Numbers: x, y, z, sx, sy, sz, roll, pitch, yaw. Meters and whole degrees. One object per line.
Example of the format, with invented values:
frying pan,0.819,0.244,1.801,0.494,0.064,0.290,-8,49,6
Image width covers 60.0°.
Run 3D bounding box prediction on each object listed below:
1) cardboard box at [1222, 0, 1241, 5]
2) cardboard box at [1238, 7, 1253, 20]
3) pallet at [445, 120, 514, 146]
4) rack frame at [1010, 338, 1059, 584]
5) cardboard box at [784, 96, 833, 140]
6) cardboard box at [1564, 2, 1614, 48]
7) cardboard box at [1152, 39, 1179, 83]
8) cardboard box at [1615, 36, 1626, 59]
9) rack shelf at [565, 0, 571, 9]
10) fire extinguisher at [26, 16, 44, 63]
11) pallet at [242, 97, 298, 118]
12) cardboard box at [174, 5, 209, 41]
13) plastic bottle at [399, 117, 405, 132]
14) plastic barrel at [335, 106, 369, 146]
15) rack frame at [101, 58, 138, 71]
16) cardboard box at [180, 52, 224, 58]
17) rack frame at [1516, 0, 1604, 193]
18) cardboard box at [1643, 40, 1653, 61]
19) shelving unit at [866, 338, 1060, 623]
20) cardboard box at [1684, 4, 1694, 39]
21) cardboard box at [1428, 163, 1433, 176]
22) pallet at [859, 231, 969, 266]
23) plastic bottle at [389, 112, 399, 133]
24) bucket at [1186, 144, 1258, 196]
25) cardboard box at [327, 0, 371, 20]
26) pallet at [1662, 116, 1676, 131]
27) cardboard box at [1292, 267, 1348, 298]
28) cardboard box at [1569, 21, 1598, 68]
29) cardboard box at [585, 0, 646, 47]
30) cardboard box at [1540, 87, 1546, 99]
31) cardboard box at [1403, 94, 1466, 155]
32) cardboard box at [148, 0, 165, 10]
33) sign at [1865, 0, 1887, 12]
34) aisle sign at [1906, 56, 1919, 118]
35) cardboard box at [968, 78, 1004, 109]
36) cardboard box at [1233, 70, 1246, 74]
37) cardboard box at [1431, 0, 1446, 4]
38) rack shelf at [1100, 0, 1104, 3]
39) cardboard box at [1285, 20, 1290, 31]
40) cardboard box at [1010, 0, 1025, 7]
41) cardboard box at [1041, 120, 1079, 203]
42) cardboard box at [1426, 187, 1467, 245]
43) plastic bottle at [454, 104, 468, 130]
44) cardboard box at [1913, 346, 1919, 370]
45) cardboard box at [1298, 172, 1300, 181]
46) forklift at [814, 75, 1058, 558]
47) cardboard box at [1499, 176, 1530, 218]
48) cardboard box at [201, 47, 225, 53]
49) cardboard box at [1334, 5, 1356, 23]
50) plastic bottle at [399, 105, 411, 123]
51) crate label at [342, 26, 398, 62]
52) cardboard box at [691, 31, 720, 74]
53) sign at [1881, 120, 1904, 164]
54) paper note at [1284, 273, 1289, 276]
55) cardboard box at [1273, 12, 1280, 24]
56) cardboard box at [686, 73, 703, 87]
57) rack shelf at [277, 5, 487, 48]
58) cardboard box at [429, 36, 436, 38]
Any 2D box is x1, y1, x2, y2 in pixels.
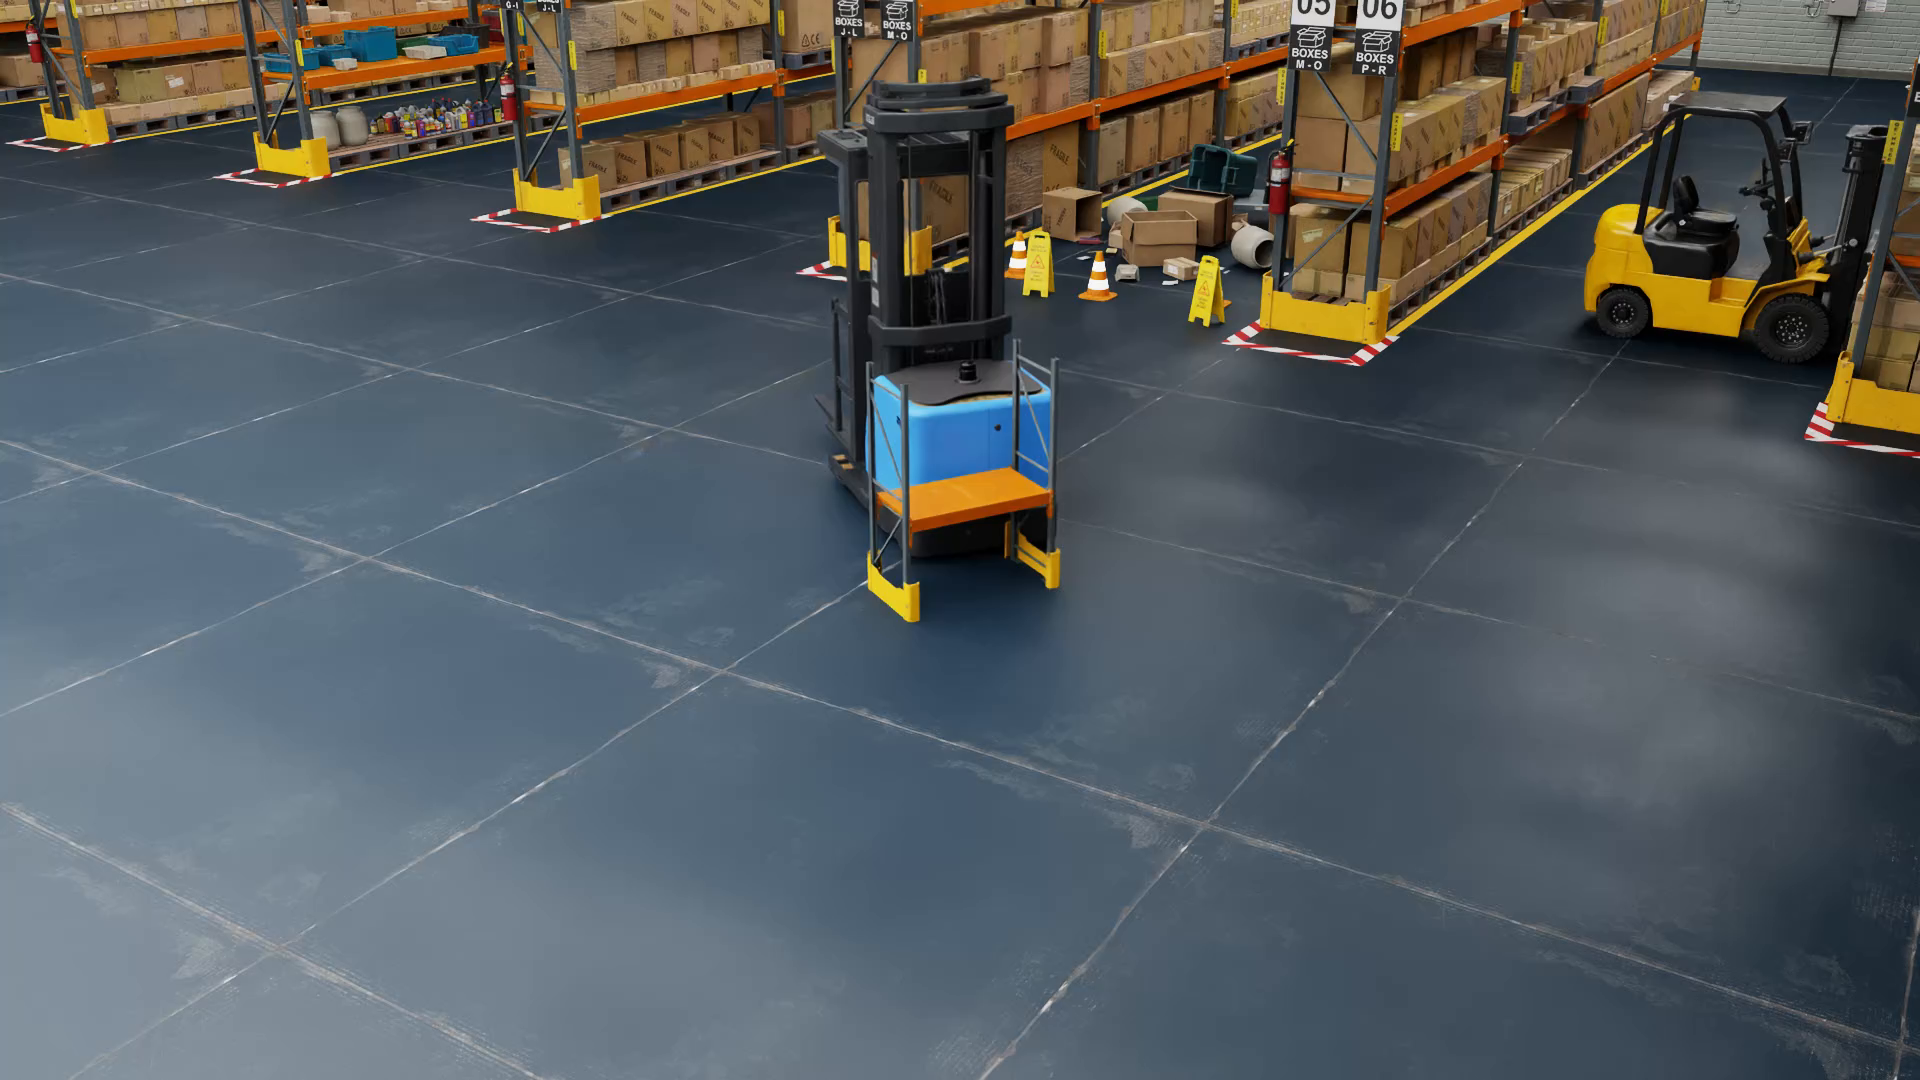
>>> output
cardboard box,4.056,-8.174,25.394,0.380,0.149,0.250,15,27,31
cardboard box,4.046,-7.677,24.247,0.380,0.149,0.250,14,27,29
pallet,-7.503,-6.302,25.542,1.003,0.211,1.213,14,27,29
rack frame,0.464,-0.482,10.475,0.032,1.500,0.500,-12,26,-26
cardboard box,-2.296,-6.176,24.334,0.700,0.500,0.500,14,27,29
cardboard box,8.092,-6.655,21.462,0.500,0.500,0.500,13,27,27
cardboard box,2.561,-6.365,22.052,0.500,0.500,0.500,14,27,30
cardboard box,8.648,-6.655,22.406,0.500,0.250,0.500,14,27,29
rack shelf,-3.960,-7.133,21.081,1.077,0.370,4.000,14,27,29
fire extinguisher,-13.886,-7.511,24.921,0.296,0.674,0.183,14,27,29
pallet,-11.775,-7.300,27.846,1.003,0.211,1.213,14,27,29
cardboard box,-12.358,-8.213,26.319,0.700,0.500,0.500,15,27,31
plastic bottle,-8.282,-6.185,24.731,0.097,0.201,0.097,0,23,0
plastic barrel,-8.677,-5.908,23.724,0.421,0.512,0.421,0,23,0
rack frame,-15.530,-9.876,30.287,1.000,3.000,0.127,14,27,29
cardboard box,-12.357,-7.685,27.216,0.500,0.500,0.500,14,27,29
rack frame,7.624,-6.035,21.415,1.000,3.000,0.127,14,27,29
cardboard box,9.711,-7.112,24.091,0.500,0.250,0.500,13,27,28
shelving unit,4.006,-3.278,16.557,14.694,1.800,8.969,-12,26,-26
cardboard box,11.273,-8.221,26.338,0.500,0.500,0.500,15,27,30
cardboard box,4.370,-3.622,16.157,0.380,0.149,0.250,15,27,30
pallet,-0.500,-3.345,18.710,1.003,0.211,1.213,14,27,29
plastic bottle,-8.380,-6.174,24.601,0.061,0.283,0.133,14,27,29
bucket,3.142,-4.354,19.740,0.620,0.611,0.726,-6,22,-39
cardboard box,-10.623,-9.318,28.874,0.500,0.500,0.500,16,28,33
pallet,10.844,-6.759,26.597,1.003,0.211,1.213,14,27,29
cardboard box,3.614,-2.603,16.420,0.500,0.250,0.500,14,27,29
cardboard box,7.620,-6.198,20.763,0.500,0.500,0.500,13,27,27
cardboard box,-4.224,-6.349,20.381,0.500,0.500,0.500,14,27,29
cardboard box,6.601,-5.238,19.361,0.380,0.149,0.250,14,27,29
cardboard box,4.689,-4.140,16.537,0.500,0.500,0.500,13,27,28
cardboard box,-12.496,-8.268,25.632,0.380,0.149,0.250,13,27,27
sign,17.035,-10.076,30.870,0.329,0.494,0.001,14,27,29
aisle sign,7.338,-3.528,12.352,0.394,0.787,0.004,14,27,29
cardboard box,-0.024,-4.895,18.592,0.875,0.550,0.550,14,27,29
cardboard box,4.042,-7.055,25.444,0.500,0.250,0.500,15,27,30
cardboard box,4.169,-5.061,15.204,0.500,0.250,0.500,13,27,28
rack shelf,2.310,-7.410,21.720,1.077,0.370,4.000,14,27,29
cardboard box,4.890,-7.939,25.601,0.380,0.149,0.250,13,26,27
cardboard box,0.763,-8.949,28.021,0.500,0.500,0.500,14,27,28
cardboard box,0.864,-4.708,20.496,0.875,0.875,0.875,14,27,30
cardboard box,4.895,-3.360,17.223,0.500,0.500,0.500,15,28,32
plastic bottle,-7.480,-6.334,24.887,0.144,0.351,0.185,14,27,29
cardboard box,7.872,-1.617,14.143,0.500,0.250,0.500,14,27,29
cardboard box,3.459,-3.499,15.874,0.380,0.149,0.250,14,27,28
forklift,-0.333,-1.789,11.692,1.130,2.935,3.031,-8,25,-18
cardboard box,6.165,-4.093,19.707,0.950,0.372,0.625,16,28,32
cardboard box,-14.622,-9.531,32.083,0.700,0.500,0.500,14,27,30
cardboard box,3.354,-4.775,15.045,0.380,0.149,0.250,14,27,29
plastic bottle,-8.314,-6.330,24.878,0.144,0.351,0.185,15,28,31
crate label,-8.482,-7.144,23.931,0.502,0.435,0.616,14,27,29
cardboard box,-3.667,-6.454,21.882,0.875,0.500,0.500,14,27,29
sign,7.169,-3.054,12.774,0.100,0.325,0.005,14,27,29
paper note,3.447,-2.855,17.806,0.142,0.019,0.148,5,24,11
cardboard box,4.608,-7.900,25.136,0.380,0.149,0.250,15,28,31
cardboard box,-3.573,-6.009,21.671,0.380,0.149,0.250,14,27,29
rack shelf,-10.264,-9.184,29.594,1.077,0.370,4.000,14,27,29
cardboard box,-9.735,-9.262,31.096,0.500,0.311,0.500,15,28,31
